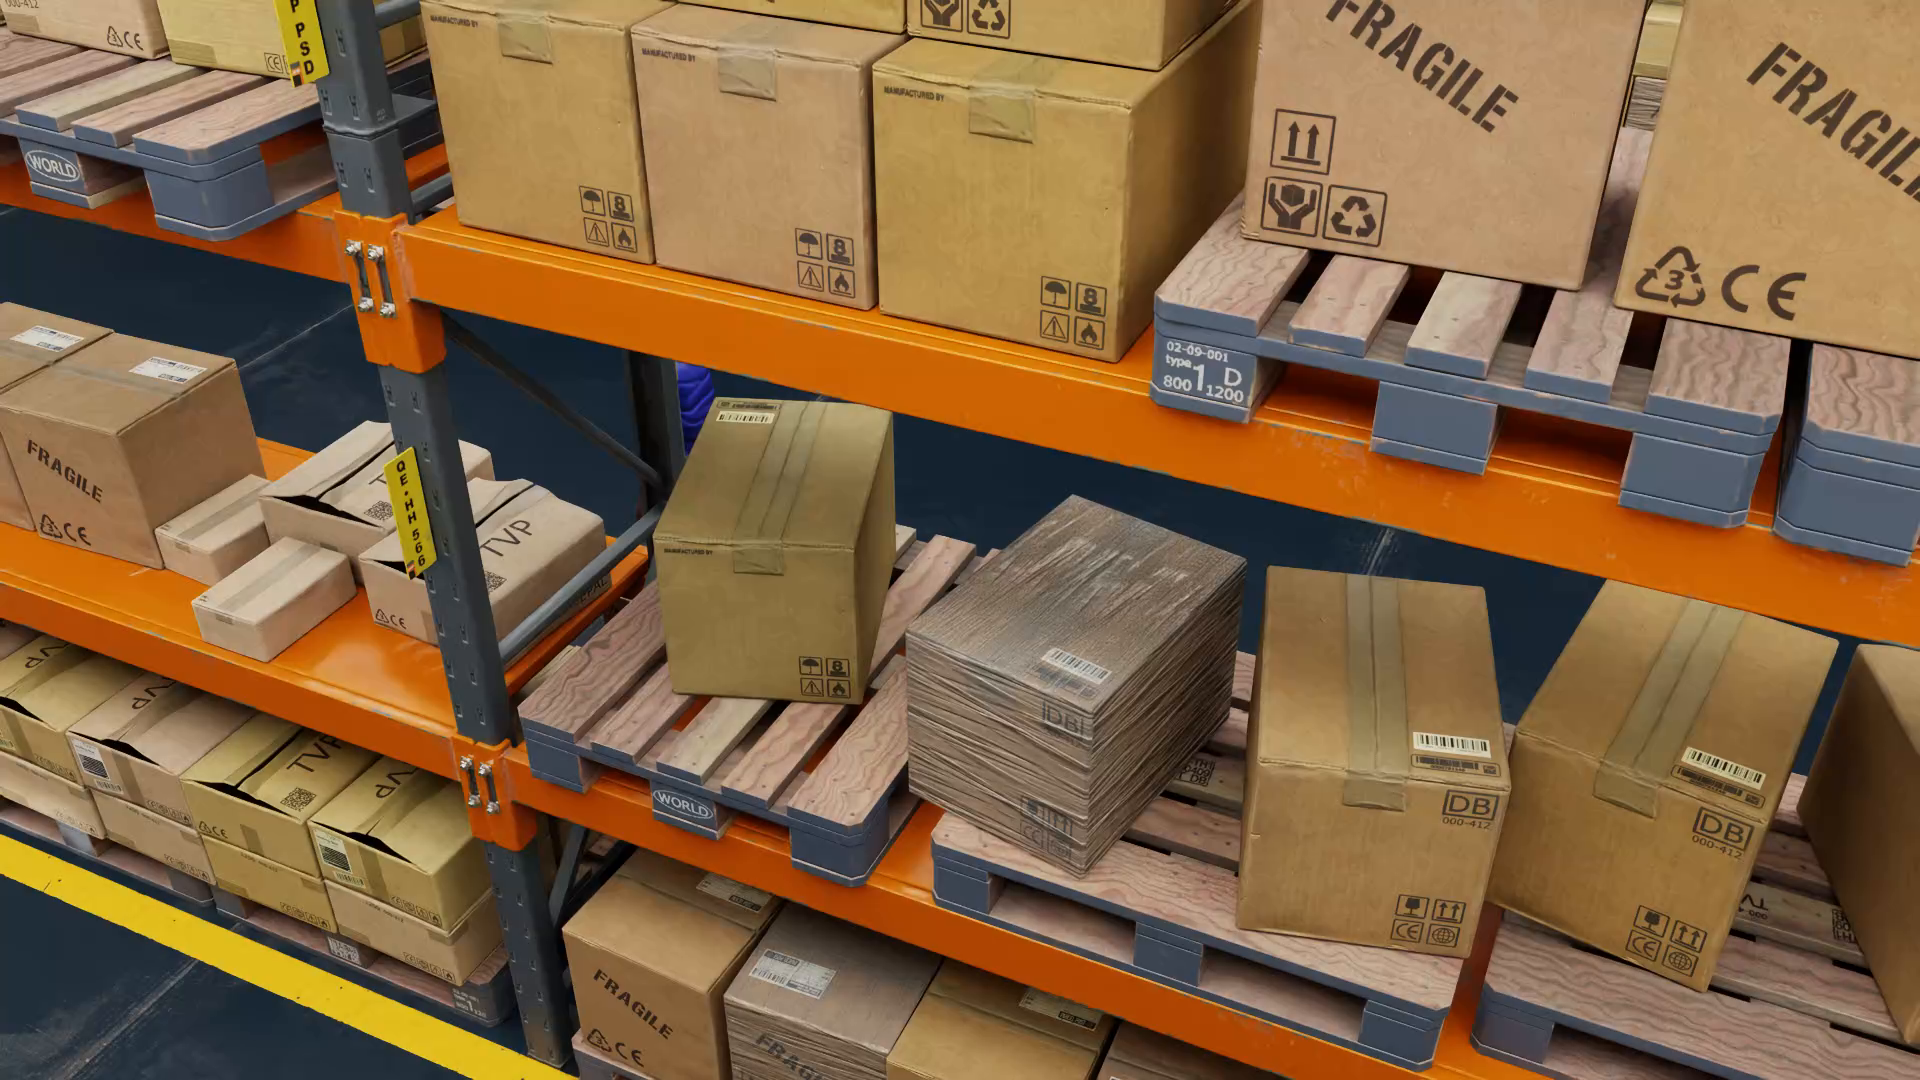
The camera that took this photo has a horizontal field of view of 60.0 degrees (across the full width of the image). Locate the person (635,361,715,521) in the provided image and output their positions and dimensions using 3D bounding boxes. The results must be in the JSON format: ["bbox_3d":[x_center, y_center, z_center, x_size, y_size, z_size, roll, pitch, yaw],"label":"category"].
[{"bbox_3d":[-1.099,-0.260,6.533,0.346,1.656,0.531,12,36,18],"label":"person"}]
